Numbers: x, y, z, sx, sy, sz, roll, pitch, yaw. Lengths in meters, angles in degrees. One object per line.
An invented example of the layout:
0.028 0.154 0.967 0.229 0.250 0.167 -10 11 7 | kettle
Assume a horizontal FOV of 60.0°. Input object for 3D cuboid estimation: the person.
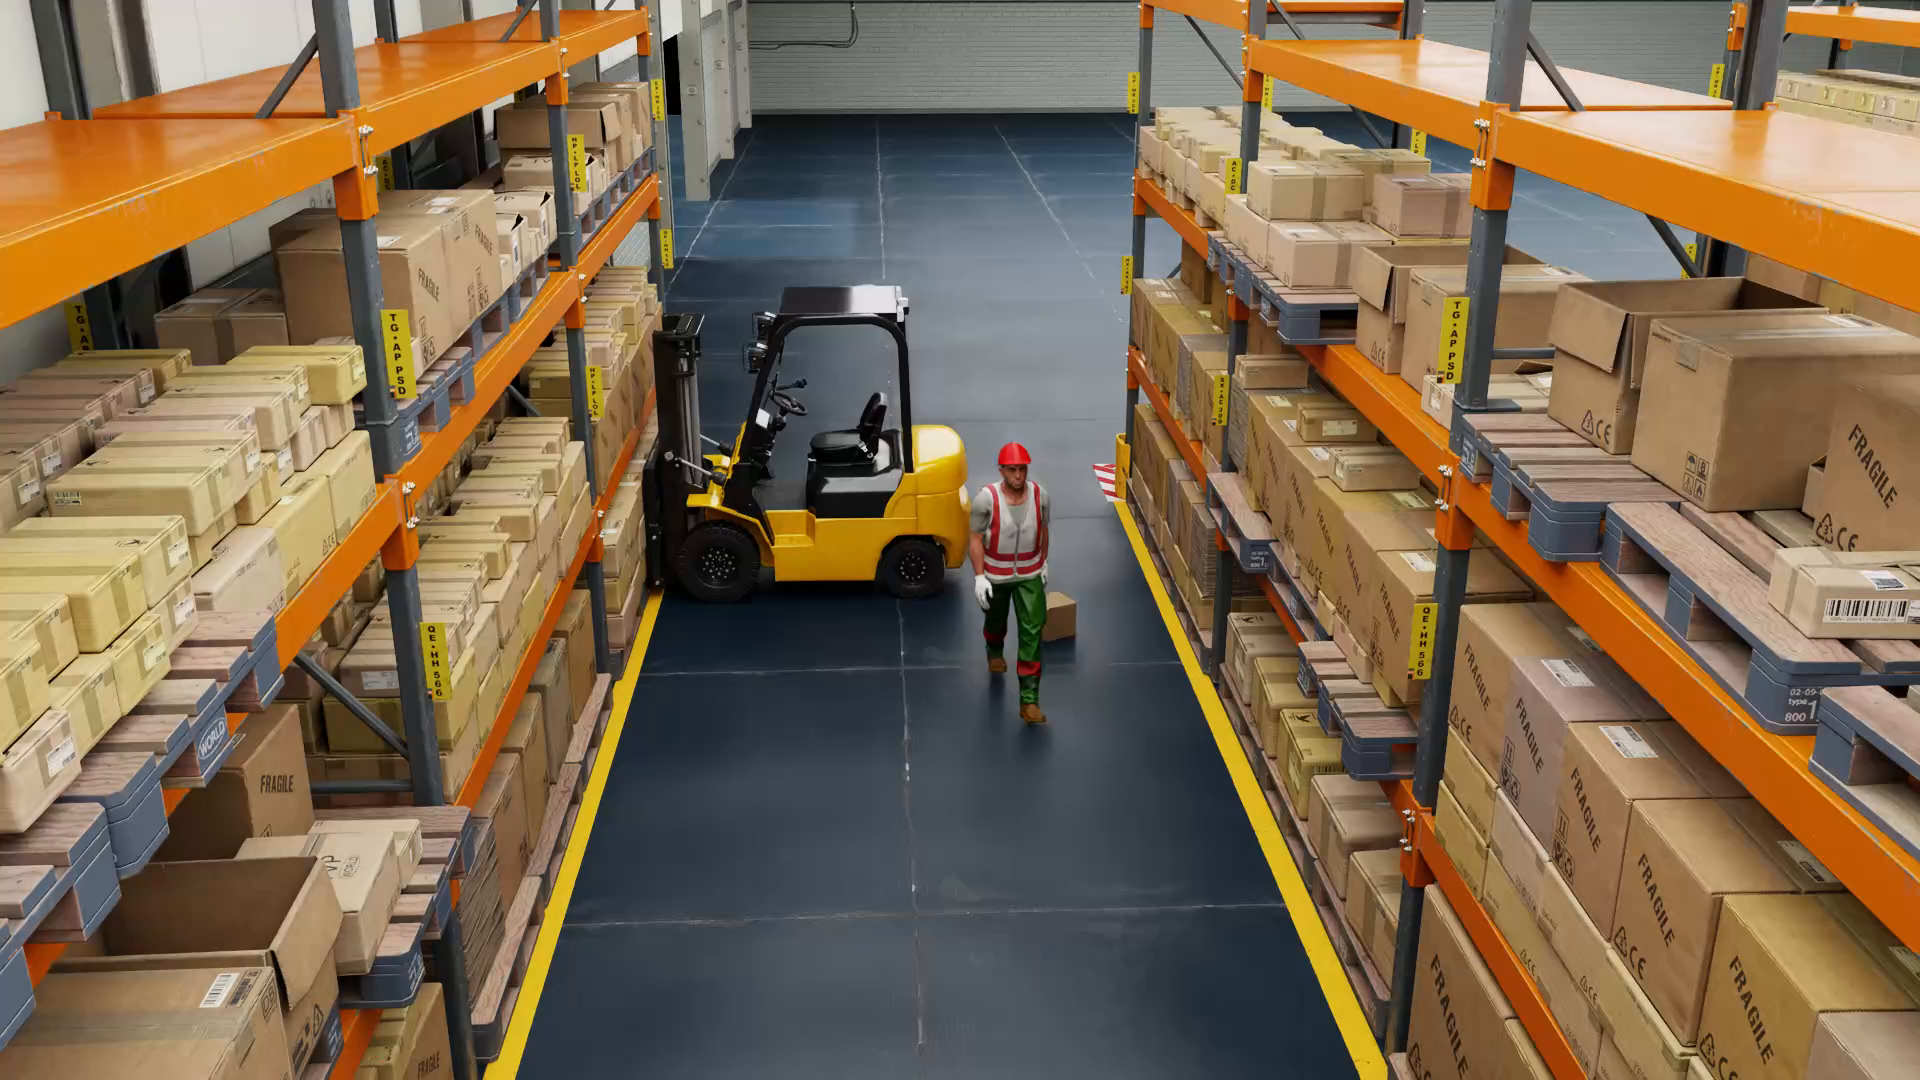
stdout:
0.329 0.213 10.483 0.547 1.730 1.092 -2 20 -6 | person
